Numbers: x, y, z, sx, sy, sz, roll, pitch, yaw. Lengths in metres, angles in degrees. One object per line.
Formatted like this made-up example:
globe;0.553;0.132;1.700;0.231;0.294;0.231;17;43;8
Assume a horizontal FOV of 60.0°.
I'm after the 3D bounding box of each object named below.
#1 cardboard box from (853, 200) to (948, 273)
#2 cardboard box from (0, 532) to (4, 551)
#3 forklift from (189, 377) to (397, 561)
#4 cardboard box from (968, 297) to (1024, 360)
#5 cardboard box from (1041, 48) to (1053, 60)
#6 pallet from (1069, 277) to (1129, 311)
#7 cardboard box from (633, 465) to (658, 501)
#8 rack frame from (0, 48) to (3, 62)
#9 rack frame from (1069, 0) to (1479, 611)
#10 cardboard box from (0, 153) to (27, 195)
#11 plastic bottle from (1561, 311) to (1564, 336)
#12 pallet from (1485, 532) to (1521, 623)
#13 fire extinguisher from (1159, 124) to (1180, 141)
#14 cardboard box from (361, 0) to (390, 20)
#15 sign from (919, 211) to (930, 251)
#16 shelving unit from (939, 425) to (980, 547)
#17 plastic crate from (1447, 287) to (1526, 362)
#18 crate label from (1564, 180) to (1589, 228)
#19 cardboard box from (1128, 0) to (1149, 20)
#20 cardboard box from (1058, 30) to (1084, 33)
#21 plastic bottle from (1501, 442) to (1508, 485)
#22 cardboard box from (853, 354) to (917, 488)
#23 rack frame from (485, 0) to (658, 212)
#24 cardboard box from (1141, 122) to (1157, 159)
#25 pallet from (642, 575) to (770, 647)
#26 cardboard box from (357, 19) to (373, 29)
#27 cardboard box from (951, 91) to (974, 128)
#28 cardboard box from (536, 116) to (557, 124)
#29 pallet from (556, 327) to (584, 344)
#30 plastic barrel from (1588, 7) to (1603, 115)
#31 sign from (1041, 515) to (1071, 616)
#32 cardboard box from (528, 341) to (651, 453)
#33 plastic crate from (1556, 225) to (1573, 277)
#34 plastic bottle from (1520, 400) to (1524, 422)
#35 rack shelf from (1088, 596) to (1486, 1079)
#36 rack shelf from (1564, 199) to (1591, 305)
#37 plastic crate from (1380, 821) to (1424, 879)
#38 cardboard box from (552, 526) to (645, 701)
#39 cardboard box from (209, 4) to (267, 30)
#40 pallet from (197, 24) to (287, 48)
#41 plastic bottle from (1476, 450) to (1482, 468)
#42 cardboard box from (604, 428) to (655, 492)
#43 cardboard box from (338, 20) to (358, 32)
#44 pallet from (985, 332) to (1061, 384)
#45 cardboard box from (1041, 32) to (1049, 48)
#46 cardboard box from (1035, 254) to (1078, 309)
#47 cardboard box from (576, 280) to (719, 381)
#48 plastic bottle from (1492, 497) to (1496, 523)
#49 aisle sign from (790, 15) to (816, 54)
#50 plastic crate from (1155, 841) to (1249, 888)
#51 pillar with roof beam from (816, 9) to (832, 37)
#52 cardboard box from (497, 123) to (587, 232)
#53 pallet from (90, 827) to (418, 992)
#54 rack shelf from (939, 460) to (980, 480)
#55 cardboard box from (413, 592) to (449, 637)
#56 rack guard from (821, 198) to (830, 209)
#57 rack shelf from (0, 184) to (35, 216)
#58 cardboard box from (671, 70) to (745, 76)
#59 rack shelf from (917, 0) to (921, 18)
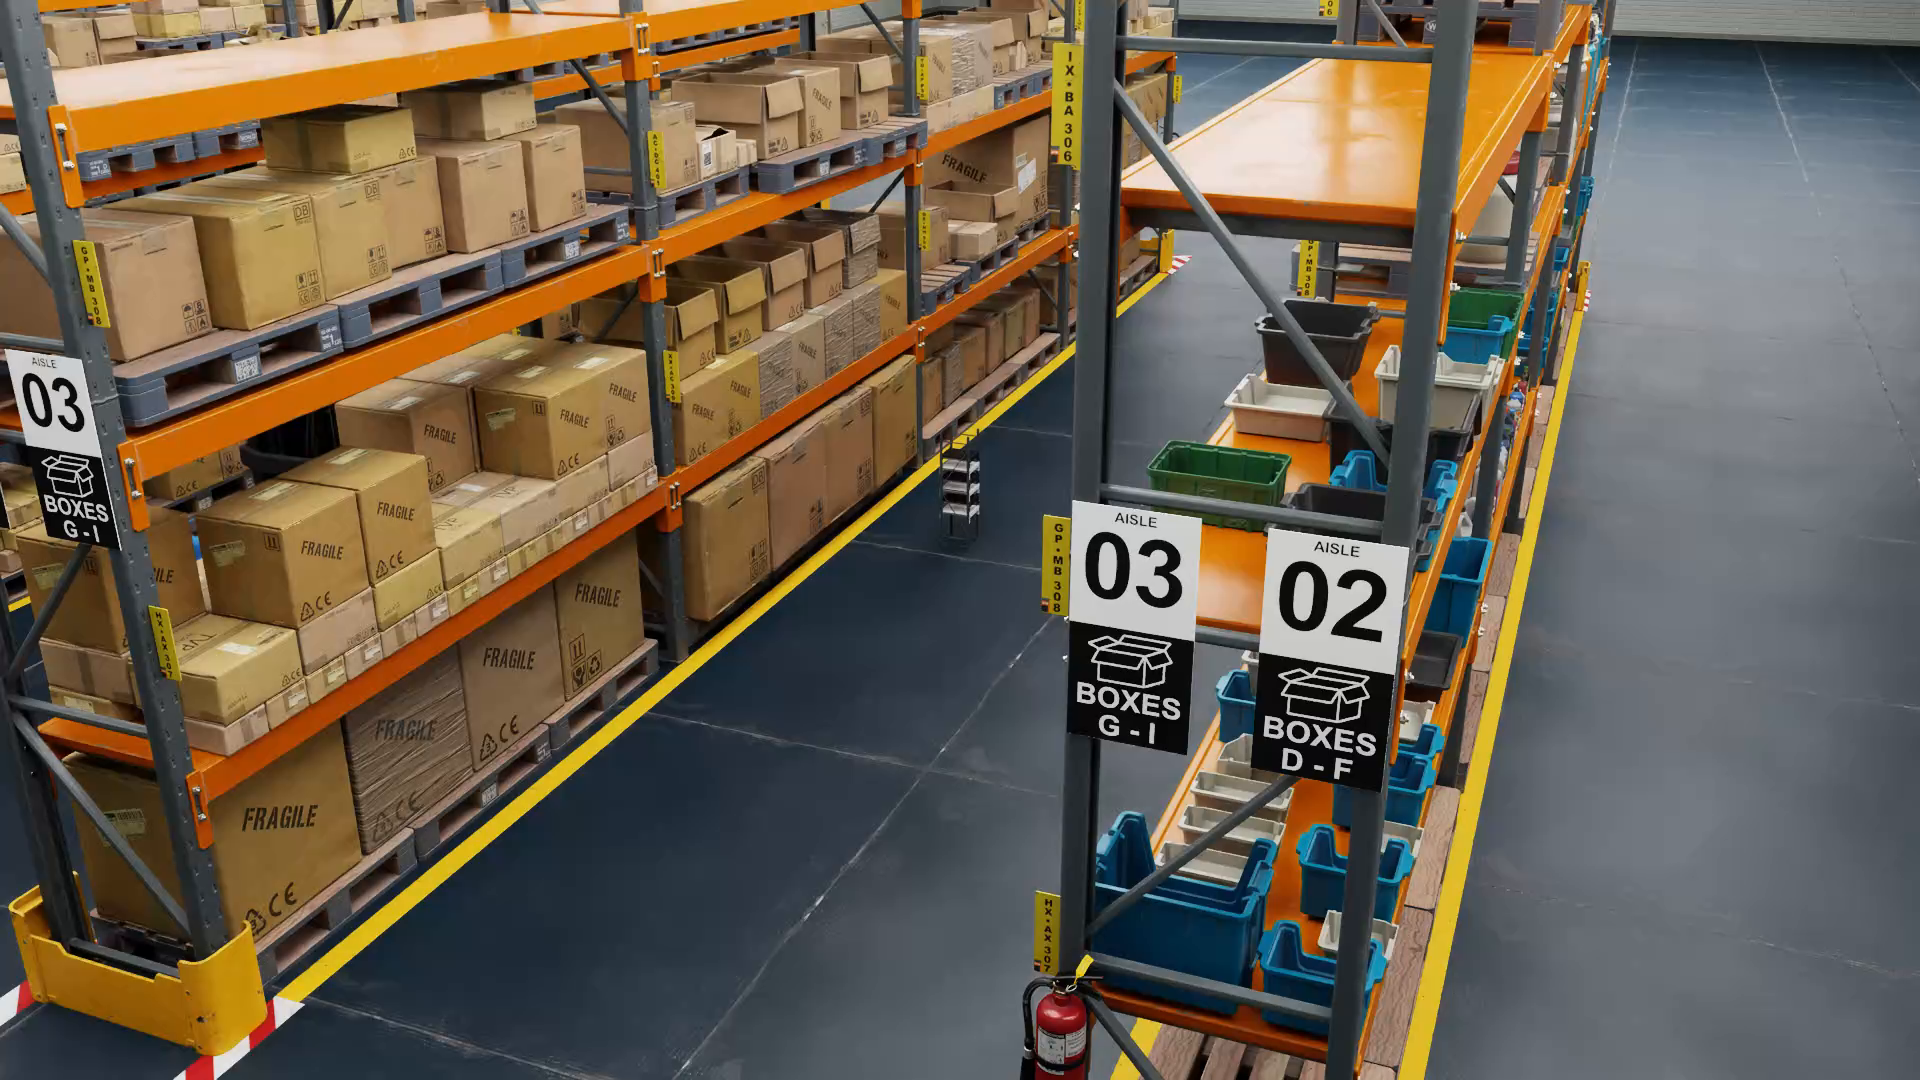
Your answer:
cardboard box;-0.530;-2.735;14.954;0.700;0.500;0.500;13;26;28
cardboard box;-7.040;0.018;11.805;0.380;0.149;0.250;9;24;21
forklift;-4.014;-0.878;11.272;1.130;2.935;3.031;7;24;17
cardboard box;0.235;-2.178;16.969;0.700;0.500;0.500;9;24;20
cardboard box;1.082;-4.953;17.241;0.500;0.250;0.500;8;24;18
pallet;1.346;-2.910;19.666;1.003;0.211;1.213;9;24;20
cardboard box;-2.103;-0.379;10.314;0.380;0.149;0.250;9;24;20
rack frame;-10.009;-6.269;16.306;1.000;3.000;0.127;9;24;20
rack frame;0.819;-1.278;4.358;1.000;3.000;0.127;9;24;20
cardboard box;-6.793;-2.498;11.363;0.500;0.250;0.500;9;24;21
plastic bottle;6.258;-2.301;17.455;0.144;0.351;0.185;10;25;22
pallet;3.536;0.202;12.216;1.003;0.211;1.213;9;24;20
fire extinguisher;2.634;-4.884;20.874;0.296;0.674;0.183;9;24;20
cardboard box;-7.725;-6.866;21.435;0.500;0.250;0.500;9;24;21
sign;-0.292;-2.538;13.655;0.100;0.325;0.005;9;24;20
shelving unit;-0.003;-0.412;12.792;0.258;0.900;0.210;9;24;20
plastic crate;2.428;-1.033;7.937;0.450;0.188;0.662;9;24;20
crate label;6.329;-3.555;17.545;0.502;0.435;0.616;9;24;20
cardboard box;1.822;-6.152;18.753;0.500;0.500;0.500;9;24;20
cardboard box;1.241;-5.284;17.517;0.380;0.149;0.250;9;24;20
plastic bottle;3.365;-0.480;10.397;0.097;0.271;0.097;0;23;0
cardboard box;-1.084;-1.052;13.810;1.225;0.875;0.875;8;24;18
rack frame;-2.294;-3.419;9.482;1.000;3.000;0.127;9;24;20
cardboard box;1.859;-4.739;19.911;0.875;0.500;0.500;9;24;20
pallet;-2.077;0.349;11.863;1.003;0.211;1.213;9;24;20
cardboard box;-7.802;-6.645;21.424;0.380;0.149;0.250;8;24;18
cardboard box;-0.206;-3.712;14.271;0.500;0.250;0.500;9;24;21
cardboard box;-4.446;-4.224;17.765;0.700;0.500;0.500;9;24;20
pallet;-4.558;-2.248;18.081;1.003;0.211;1.213;9;24;20
plastic barrel;5.289;-4.207;14.610;0.600;0.901;0.708;9;24;20
sign;0.302;0.081;5.131;0.100;0.325;0.005;9;24;20
cardboard box;-2.217;-0.862;9.980;0.500;0.500;0.500;10;24;22
plastic crate;5.380;-2.617;15.263;0.402;0.464;0.583;9;24;20
plastic bottle;3.854;-0.919;11.540;0.097;0.201;0.097;0;23;0
rack shelf;1.562;1.106;7.366;1.077;0.370;4.000;9;24;20
rack shelf;6.019;-3.188;17.647;1.077;0.370;4.000;9;24;20
plastic crate;1.664;1.197;6.480;0.250;0.136;0.298;9;24;20
cardboard box;-2.614;0.361;10.429;0.875;0.875;0.875;9;24;20
cardboard box;-8.606;-6.211;19.709;0.500;0.250;0.500;8;24;19
pallet;-8.852;-6.024;19.855;1.213;0.211;1.003;9;24;20
plastic bottle;3.267;-0.536;10.530;0.097;0.271;0.097;0;23;0
cardboard box;-2.214;-0.523;10.142;0.500;0.250;0.500;8;24;19
cardboard box;-5.285;-4.430;14.672;0.396;0.266;0.258;9;24;20
pallet;0.390;-1.948;17.362;1.003;0.211;1.213;9;24;20
cardboard box;0.714;-5.253;17.441;0.380;0.149;0.250;9;24;21
cardboard box;1.069;-2.897;18.715;0.500;0.500;0.500;18;29;37
cardboard box;-2.065;-1.389;10.976;0.797;0.503;0.637;8;24;19
plastic bottle;3.107;-0.199;9.815;0.097;0.201;0.097;0;23;0
aisle sign;-2.099;-6.873;22.163;0.394;0.787;0.004;9;24;20
plastic crate;0.954;1.266;6.314;0.396;0.136;0.243;9;24;20
pillar with roof beam;0.169;-17.693;43.656;9.100;9.000;0.400;9;24;20
cardboard box;-2.529;-2.032;9.250;0.700;0.500;0.500;7;24;17
pallet;-3.556;1.770;8.461;1.003;0.211;1.213;9;24;20
rack shelf;-0.003;-0.548;12.736;0.258;0.077;0.200;9;24;20
cardboard box;-2.866;0.356;8.554;0.380;0.149;0.250;8;24;19
rack guard;-2.395;-4.546;23.208;1.175;0.500;0.348;9;24;20
rack shelf;-7.605;-1.733;10.272;1.077;0.370;4.000;9;24;20
cardboard box;-3.107;-5.532;20.730;0.875;0.550;0.500;9;24;20
rack shelf;-0.065;-5.050;14.838;1.077;0.370;4.000;9;24;20
